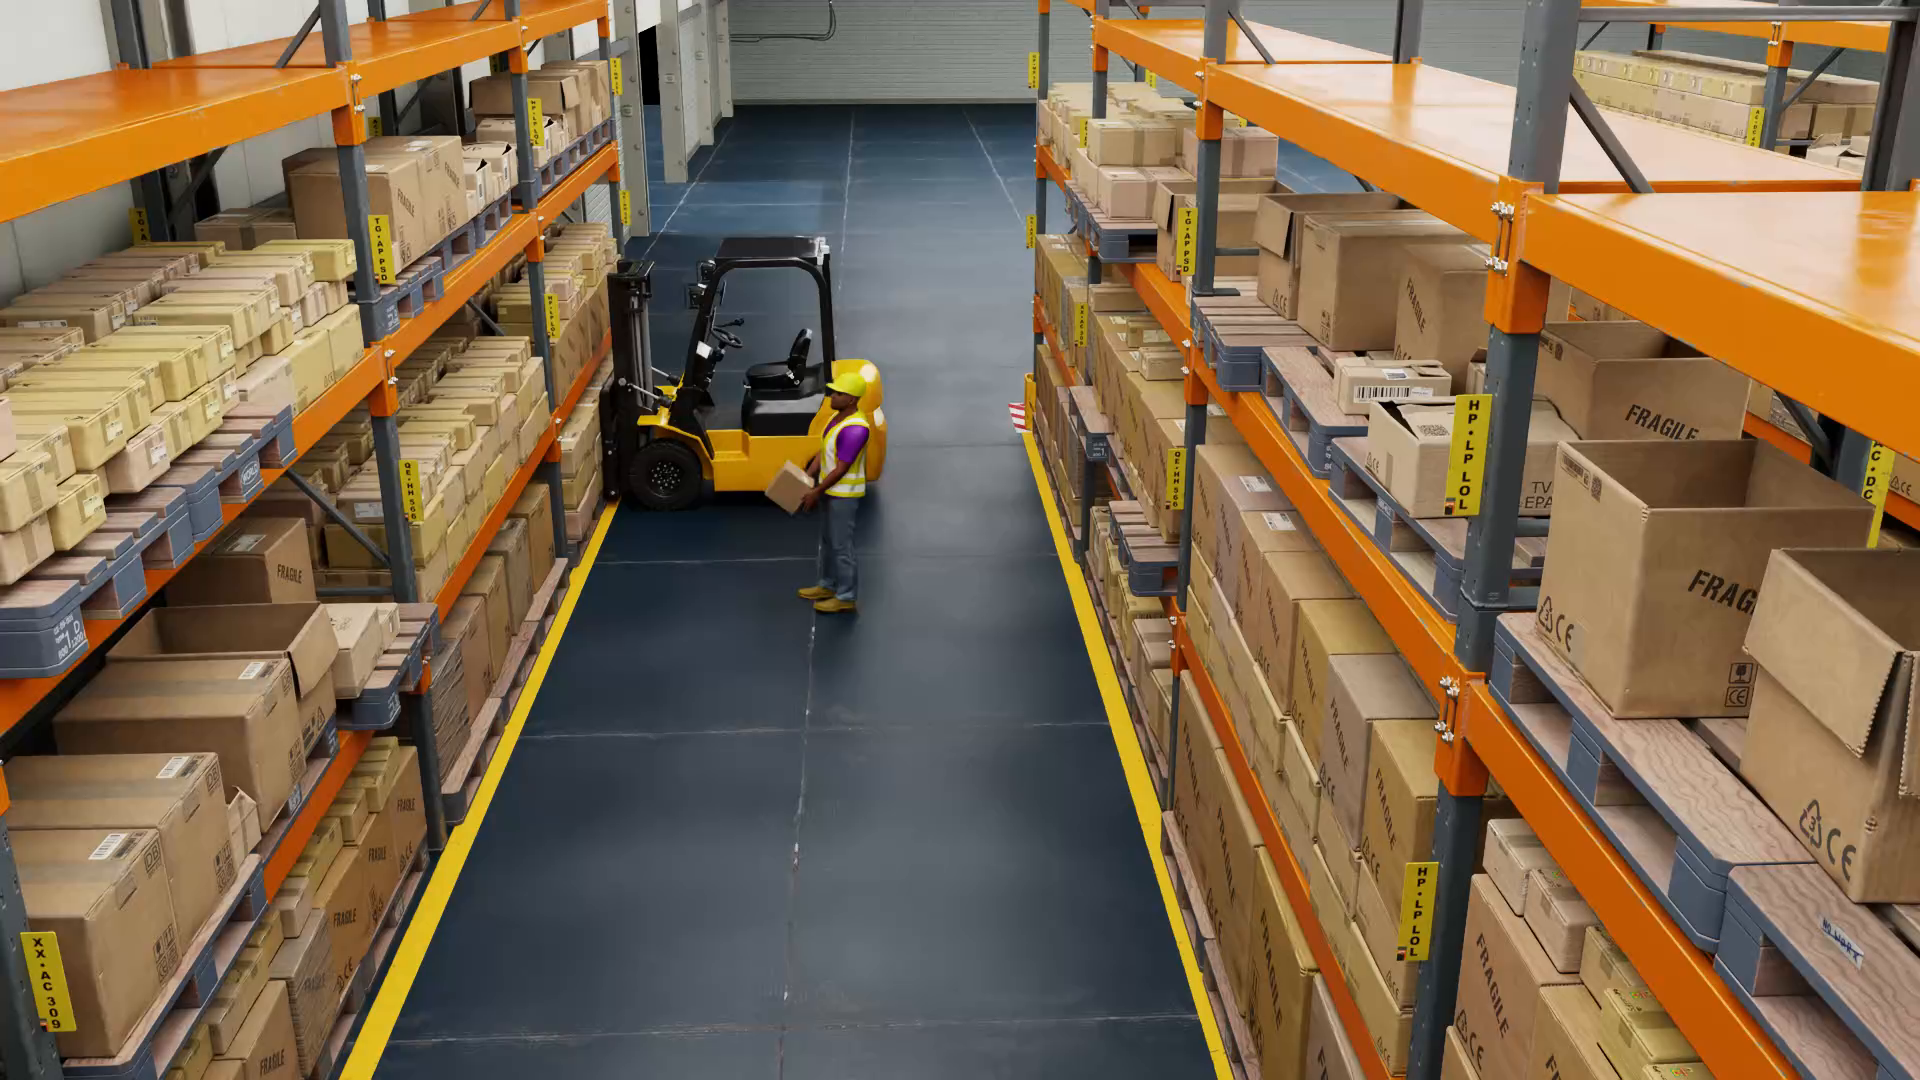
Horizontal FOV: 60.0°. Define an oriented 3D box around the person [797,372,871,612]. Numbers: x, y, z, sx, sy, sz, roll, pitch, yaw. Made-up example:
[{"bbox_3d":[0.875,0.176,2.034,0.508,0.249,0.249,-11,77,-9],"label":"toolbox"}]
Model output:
[{"bbox_3d":[-0.921,-0.343,11.961,0.538,1.772,0.573,-6,21,-15],"label":"person"}]
